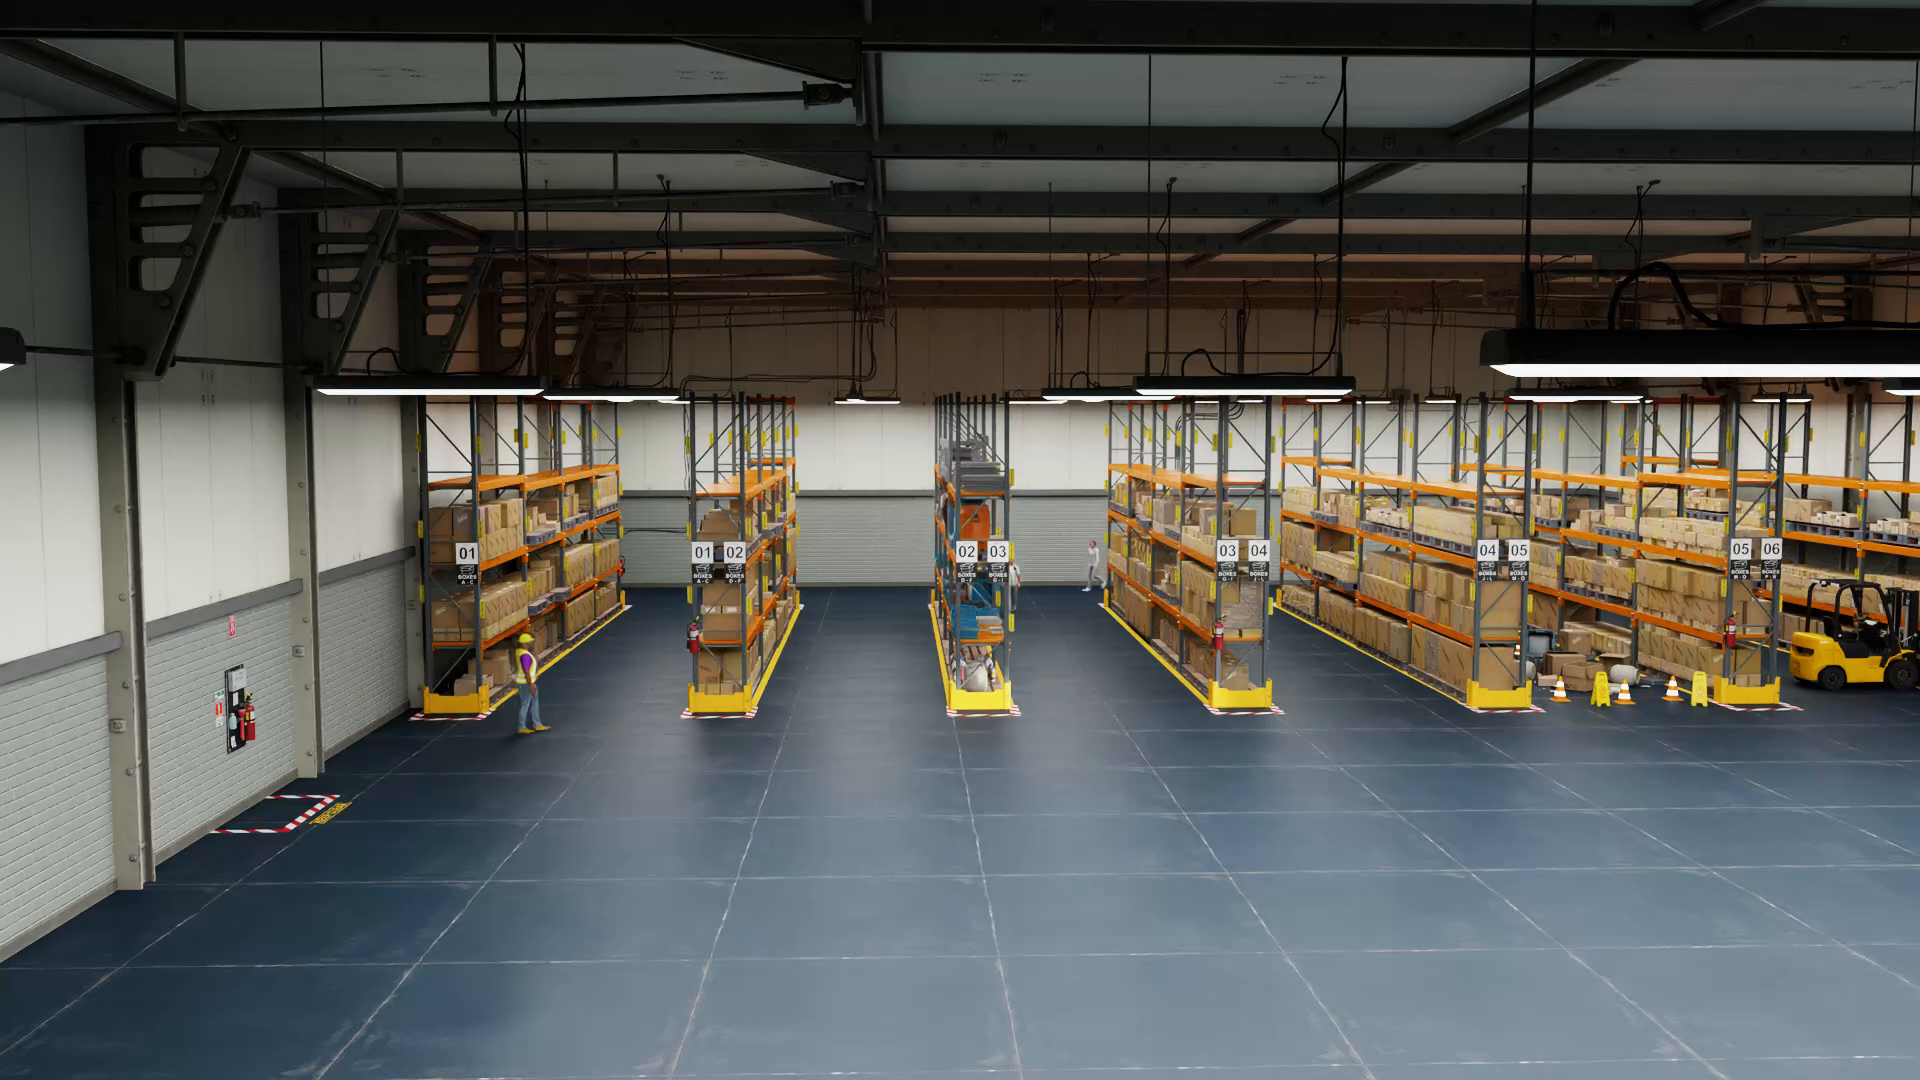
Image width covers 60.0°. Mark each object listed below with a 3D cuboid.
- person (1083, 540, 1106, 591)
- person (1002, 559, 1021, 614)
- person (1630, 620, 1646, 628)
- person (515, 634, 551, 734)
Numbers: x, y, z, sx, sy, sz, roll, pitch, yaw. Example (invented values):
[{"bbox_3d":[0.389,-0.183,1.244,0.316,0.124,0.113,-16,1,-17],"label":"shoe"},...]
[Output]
[{"bbox_3d":[4.164,0.788,51.672,0.750,1.586,0.422,-3,6,-37],"label":"person"},{"bbox_3d":[1.425,1.232,46.047,0.499,1.613,1.024,0,5,-6],"label":"person"},{"bbox_3d":[17.589,1.438,43.083,0.392,1.665,0.474,2,5,19],"label":"person"},{"bbox_3d":[-7.516,2.515,29.181,0.584,1.763,0.621,-1,5,-7],"label":"person"}]
